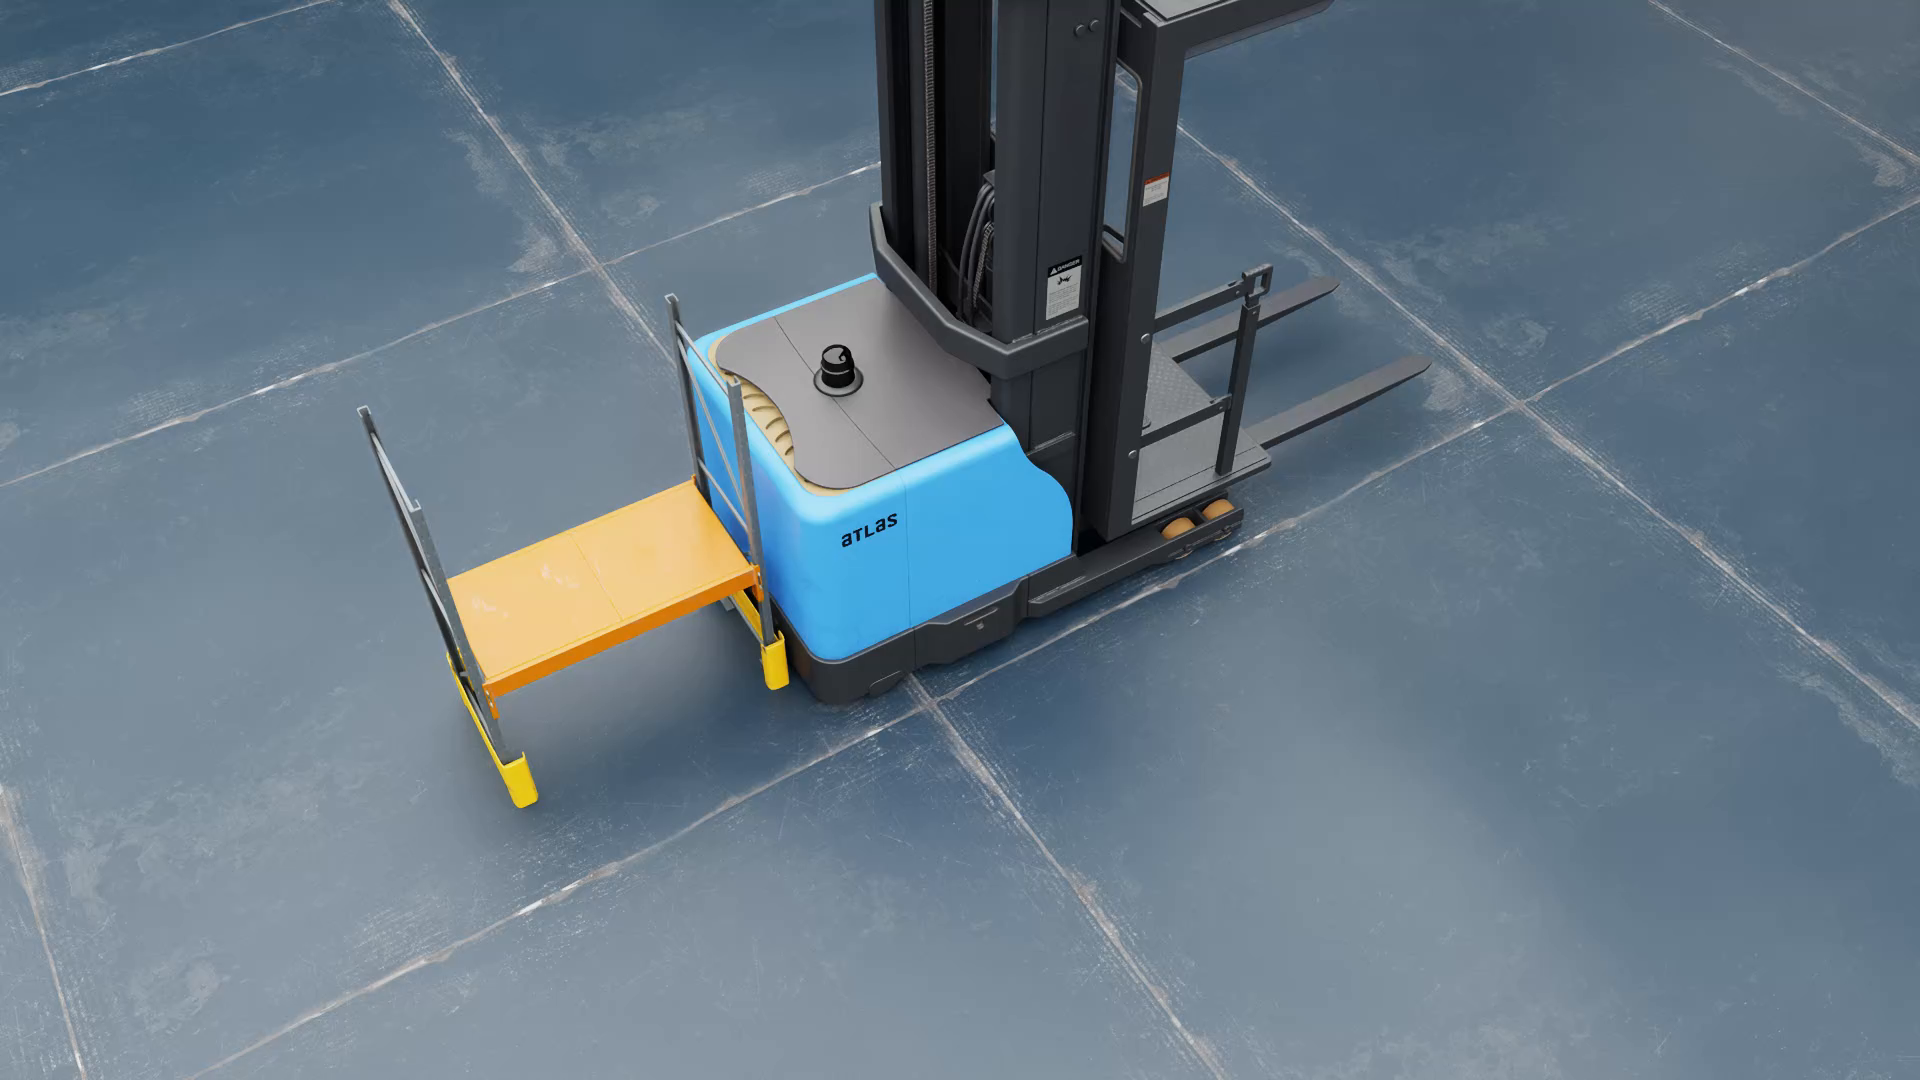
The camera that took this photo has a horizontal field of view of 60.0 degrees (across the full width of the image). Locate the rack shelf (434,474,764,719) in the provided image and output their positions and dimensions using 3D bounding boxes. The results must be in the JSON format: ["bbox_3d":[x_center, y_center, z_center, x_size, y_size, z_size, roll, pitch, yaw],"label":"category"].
[{"bbox_3d":[-1.252,0.178,5.773,1.000,0.185,0.538,-24,53,-20],"label":"rack shelf"}]

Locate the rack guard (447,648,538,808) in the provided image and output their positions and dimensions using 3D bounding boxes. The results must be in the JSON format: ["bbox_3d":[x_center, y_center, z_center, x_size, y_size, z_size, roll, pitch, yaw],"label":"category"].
[{"bbox_3d":[-1.670,0.663,5.938,0.087,0.250,0.587,-24,53,-20],"label":"rack guard"}]

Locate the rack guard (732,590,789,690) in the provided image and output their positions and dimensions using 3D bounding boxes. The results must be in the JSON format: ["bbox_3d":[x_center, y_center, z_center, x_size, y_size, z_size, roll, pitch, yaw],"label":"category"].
[{"bbox_3d":[-0.817,0.278,6.280,0.087,0.250,0.587,-24,53,-20],"label":"rack guard"}]

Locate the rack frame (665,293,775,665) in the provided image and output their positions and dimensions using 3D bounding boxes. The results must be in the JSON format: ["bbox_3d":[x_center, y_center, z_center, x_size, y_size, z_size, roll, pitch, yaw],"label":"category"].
[{"bbox_3d":[-0.816,-0.138,5.814,0.032,1.500,0.500,-24,53,-20],"label":"rack frame"}]

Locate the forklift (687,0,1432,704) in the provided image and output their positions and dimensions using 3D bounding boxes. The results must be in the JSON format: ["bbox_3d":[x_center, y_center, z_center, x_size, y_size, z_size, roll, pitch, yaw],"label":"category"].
[{"bbox_3d":[0.541,-1.217,5.816,3.031,2.935,1.130,-24,53,-20],"label":"forklift"}]

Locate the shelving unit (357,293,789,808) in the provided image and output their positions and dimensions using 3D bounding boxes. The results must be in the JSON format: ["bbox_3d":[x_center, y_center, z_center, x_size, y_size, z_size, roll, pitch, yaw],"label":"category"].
[{"bbox_3d":[-1.244,0.055,5.642,1.083,1.500,0.587,-24,53,-20],"label":"shelving unit"}]

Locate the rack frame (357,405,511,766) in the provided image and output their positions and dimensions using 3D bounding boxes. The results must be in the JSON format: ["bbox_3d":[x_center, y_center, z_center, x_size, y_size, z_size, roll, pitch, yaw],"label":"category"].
[{"bbox_3d":[-1.687,0.254,5.465,0.032,1.500,0.500,-24,53,-20],"label":"rack frame"}]
